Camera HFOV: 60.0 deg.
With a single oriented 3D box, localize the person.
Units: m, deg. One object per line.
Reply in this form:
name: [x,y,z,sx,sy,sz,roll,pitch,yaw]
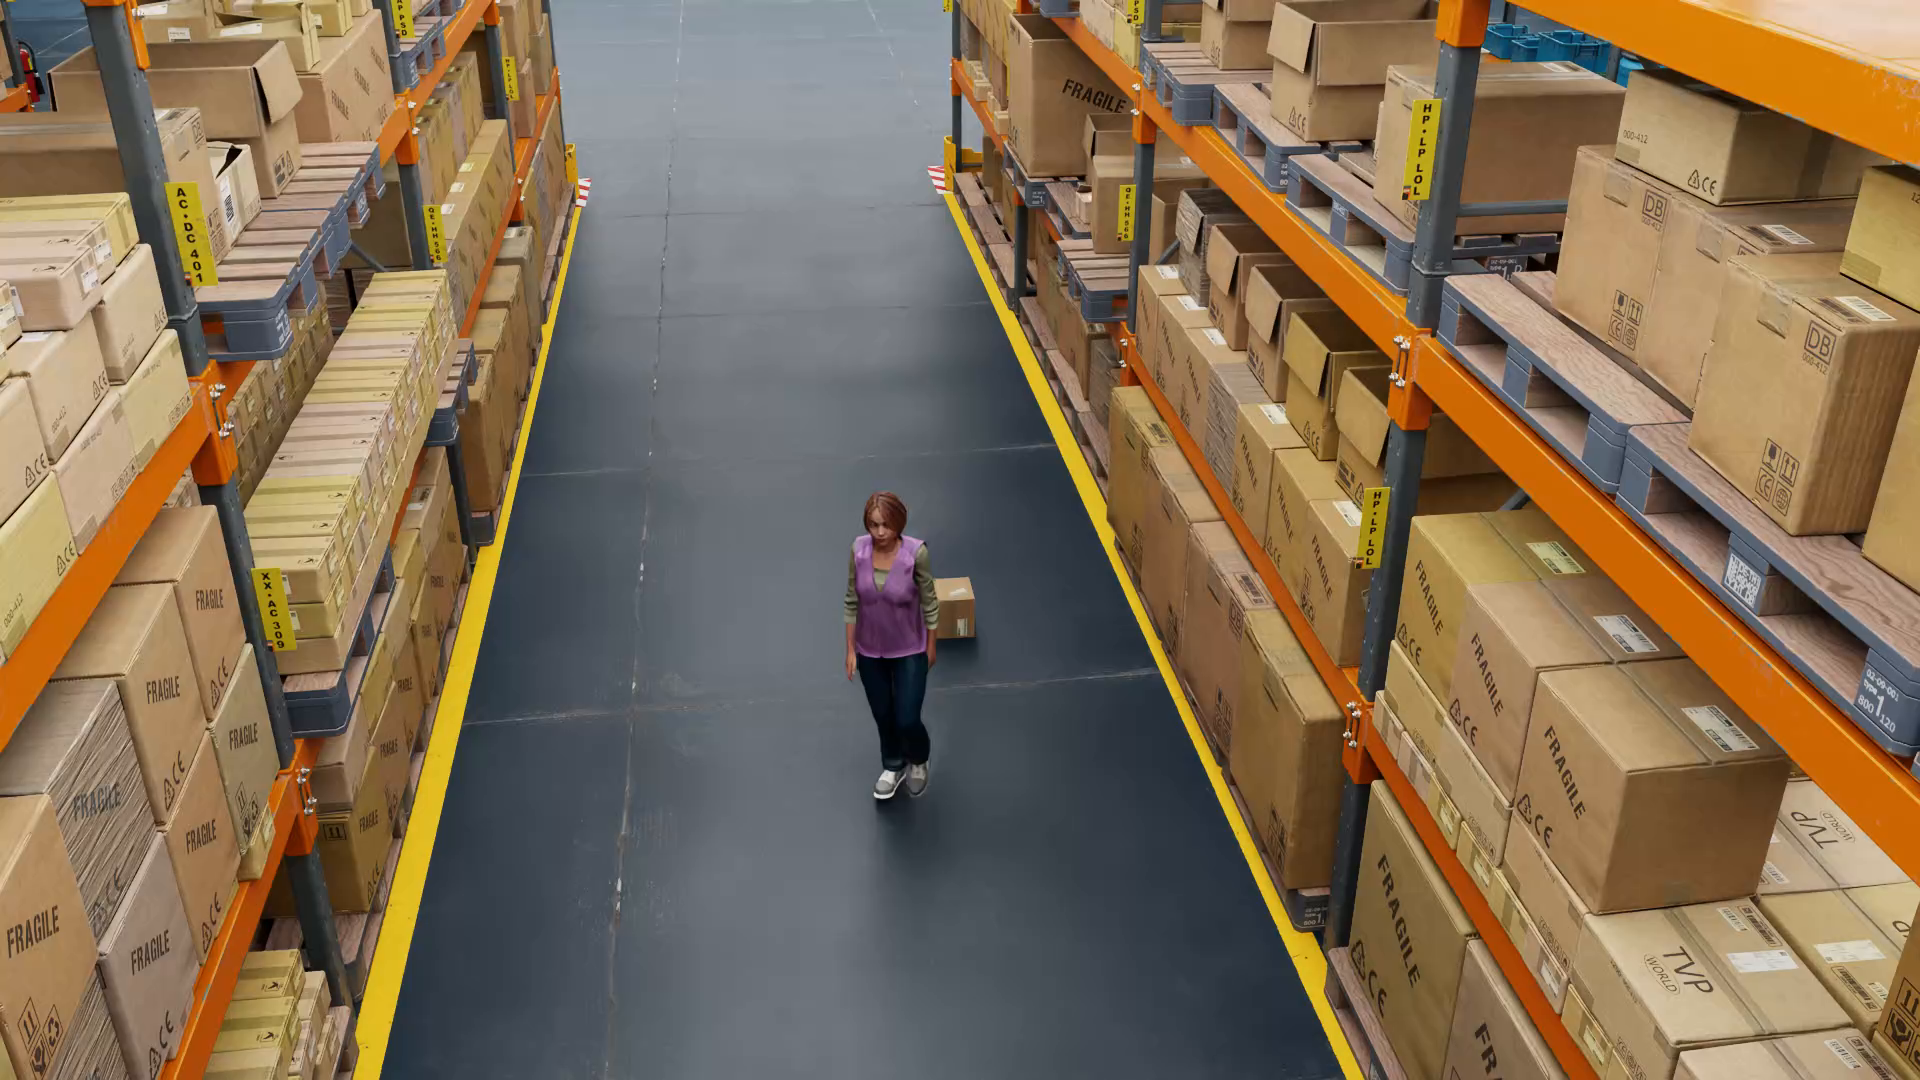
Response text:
person: [-0.318,0.513,7.601,0.422,1.592,0.399,8,29,15]
